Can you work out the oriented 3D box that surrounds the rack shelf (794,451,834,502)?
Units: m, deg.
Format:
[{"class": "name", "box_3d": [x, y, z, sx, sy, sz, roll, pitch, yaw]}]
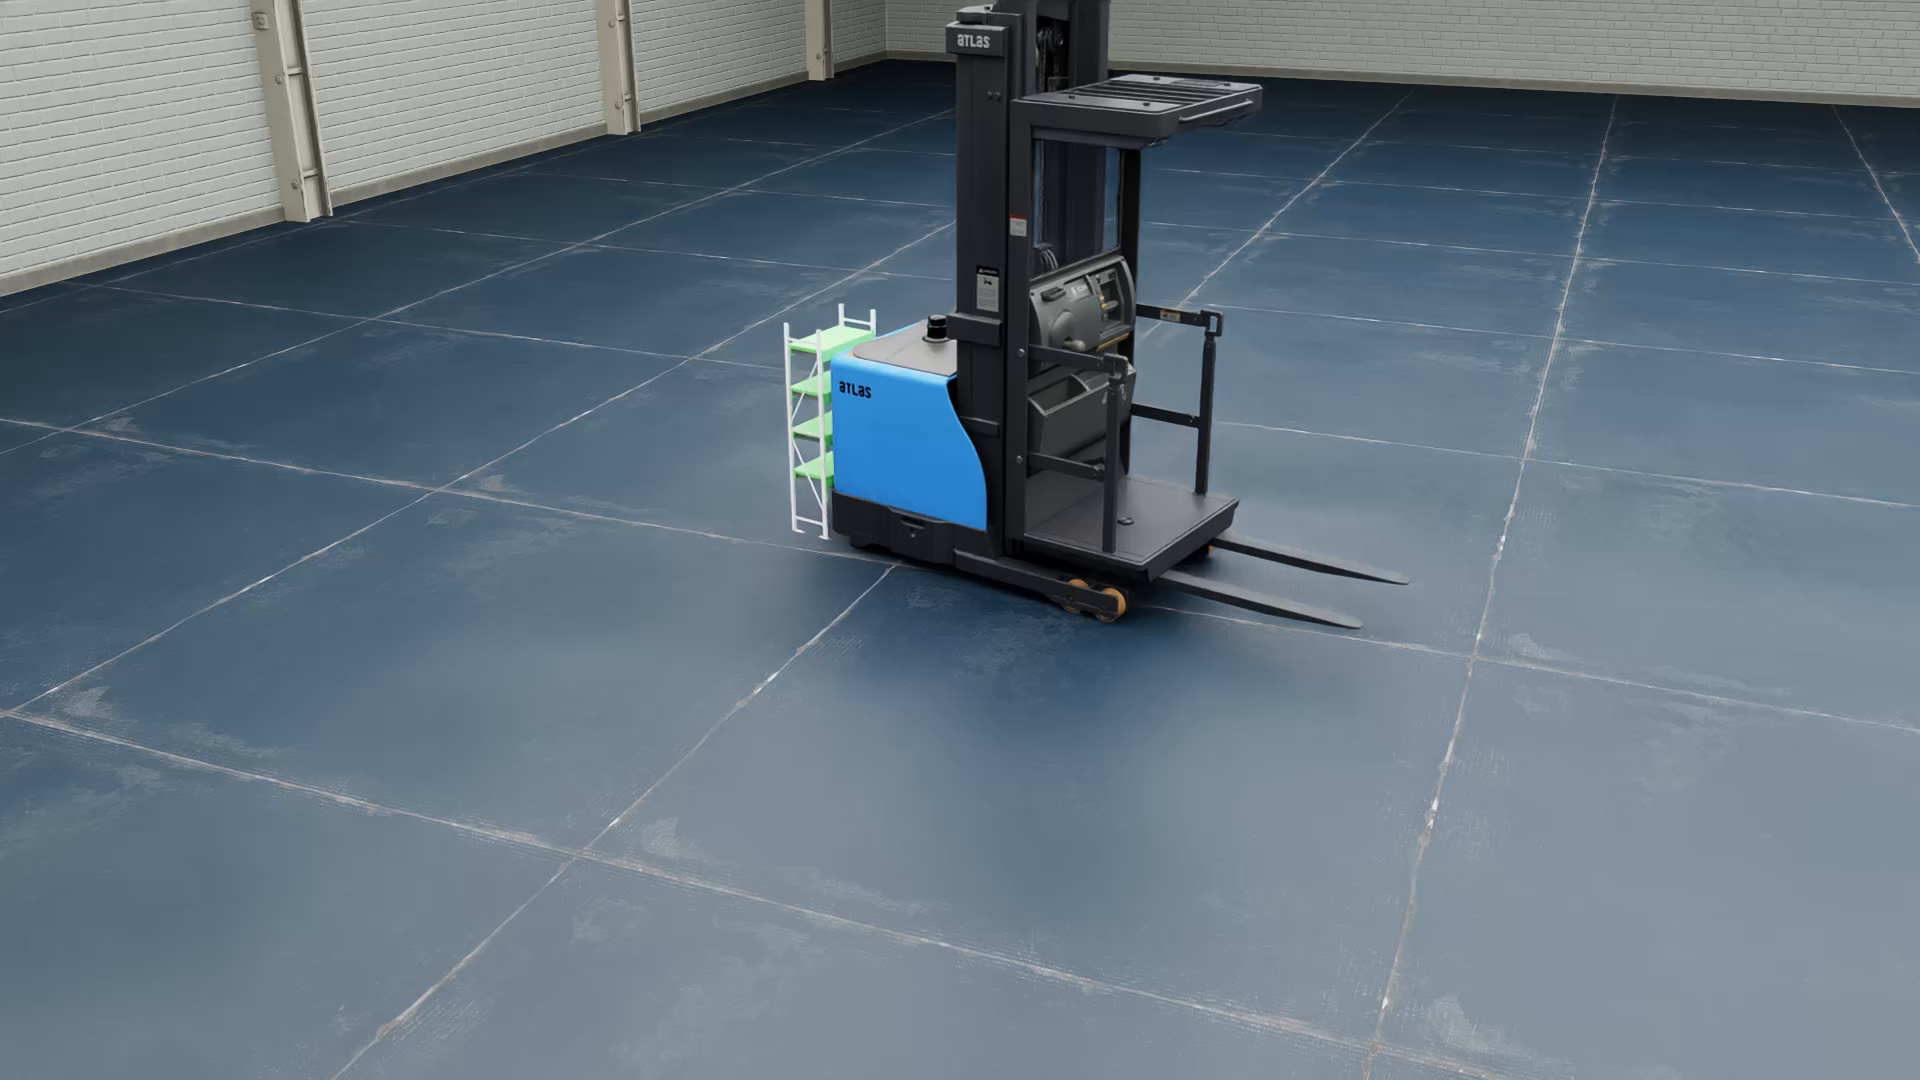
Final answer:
[{"class": "rack shelf", "box_3d": [-0.707, -0.382, 9.397, 0.258, 0.148, 0.480, 14, 27, 30]}]

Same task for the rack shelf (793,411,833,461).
[{"class": "rack shelf", "box_3d": [-0.707, -0.604, 9.304, 0.258, 0.148, 0.480, 14, 27, 30]}]

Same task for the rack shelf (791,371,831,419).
[{"class": "rack shelf", "box_3d": [-0.707, -0.825, 9.212, 0.258, 0.148, 0.480, 14, 27, 30]}]

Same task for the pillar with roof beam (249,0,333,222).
[{"class": "pillar with roof beam", "box_3d": [-2.768, -6.884, 14.056, 9.100, 9.000, 0.400, 9, 24, 20]}]

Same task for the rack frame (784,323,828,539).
[{"class": "rack frame", "box_3d": [-0.841, -0.584, 9.091, 0.240, 1.200, 0.015, 14, 27, 30]}]

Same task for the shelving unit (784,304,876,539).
[{"class": "shelving unit", "box_3d": [-0.707, -0.663, 9.280, 0.258, 1.200, 0.503, 14, 27, 30]}]

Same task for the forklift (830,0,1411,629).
[{"class": "forklift", "box_3d": [0.794, -1.176, 8.264, 3.031, 2.935, 1.130, 15, 27, 32]}]

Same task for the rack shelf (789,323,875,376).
[{"class": "rack shelf", "box_3d": [-0.707, -1.047, 9.119, 0.258, 0.148, 0.480, 14, 27, 30]}]

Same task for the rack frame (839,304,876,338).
[{"class": "rack frame", "box_3d": [-0.573, -0.741, 9.468, 0.240, 1.200, 0.015, 14, 27, 30]}]

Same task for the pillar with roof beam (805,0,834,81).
[{"class": "pillar with roof beam", "box_3d": [1.689, -11.179, 24.337, 9.100, 9.000, 0.400, 9, 24, 20]}]

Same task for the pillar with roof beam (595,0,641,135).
[{"class": "pillar with roof beam", "box_3d": [-0.539, -9.032, 19.197, 9.100, 9.000, 0.400, 9, 24, 20]}]
